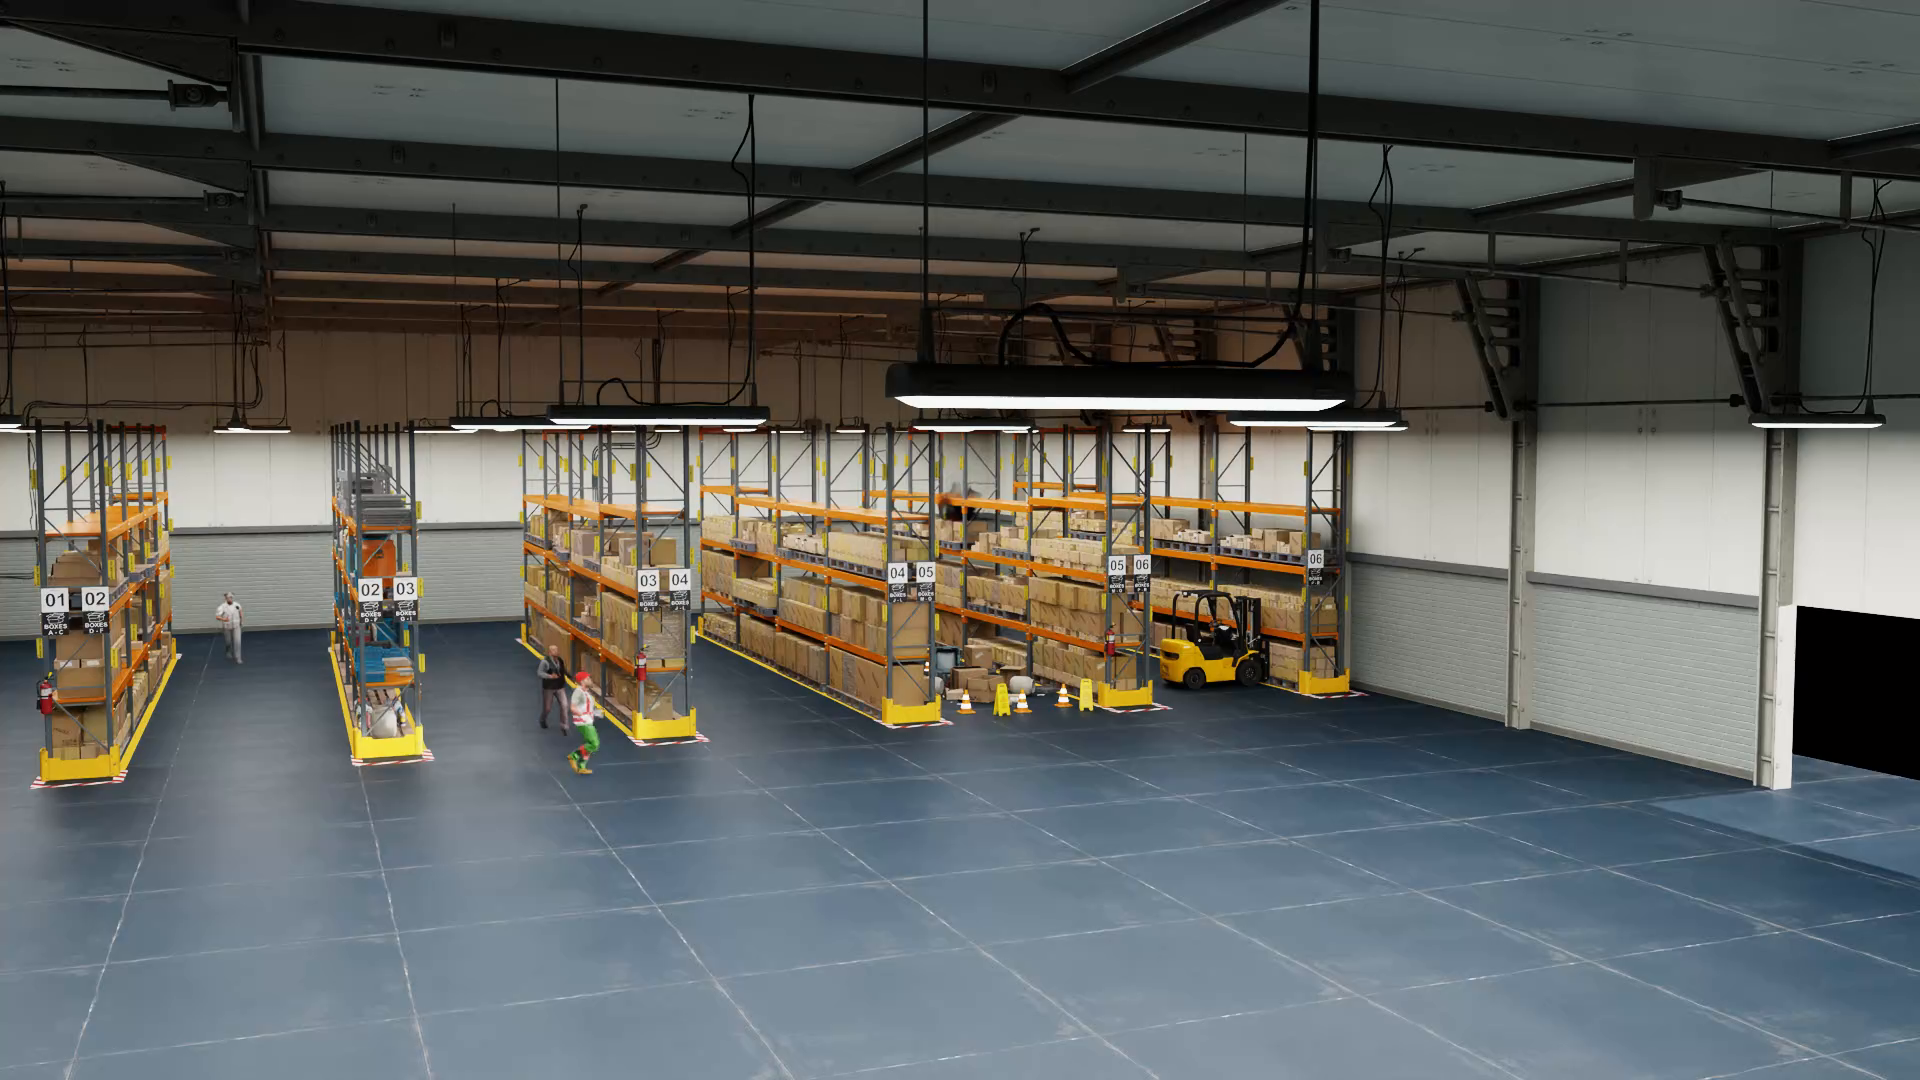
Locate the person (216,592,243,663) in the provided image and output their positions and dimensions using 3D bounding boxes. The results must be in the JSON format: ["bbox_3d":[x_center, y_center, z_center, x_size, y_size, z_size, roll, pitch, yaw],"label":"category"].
[{"bbox_3d":[-18.442,2.196,42.009,0.638,1.775,0.967,-2,4,-34],"label":"person"}]

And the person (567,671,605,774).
[{"bbox_3d":[-6.341,3.088,28.130,0.580,1.738,0.633,0,4,0],"label":"person"}]

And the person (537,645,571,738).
[{"bbox_3d":[-7.814,2.888,31.824,0.620,1.770,1.009,-3,4,-36],"label":"person"}]
